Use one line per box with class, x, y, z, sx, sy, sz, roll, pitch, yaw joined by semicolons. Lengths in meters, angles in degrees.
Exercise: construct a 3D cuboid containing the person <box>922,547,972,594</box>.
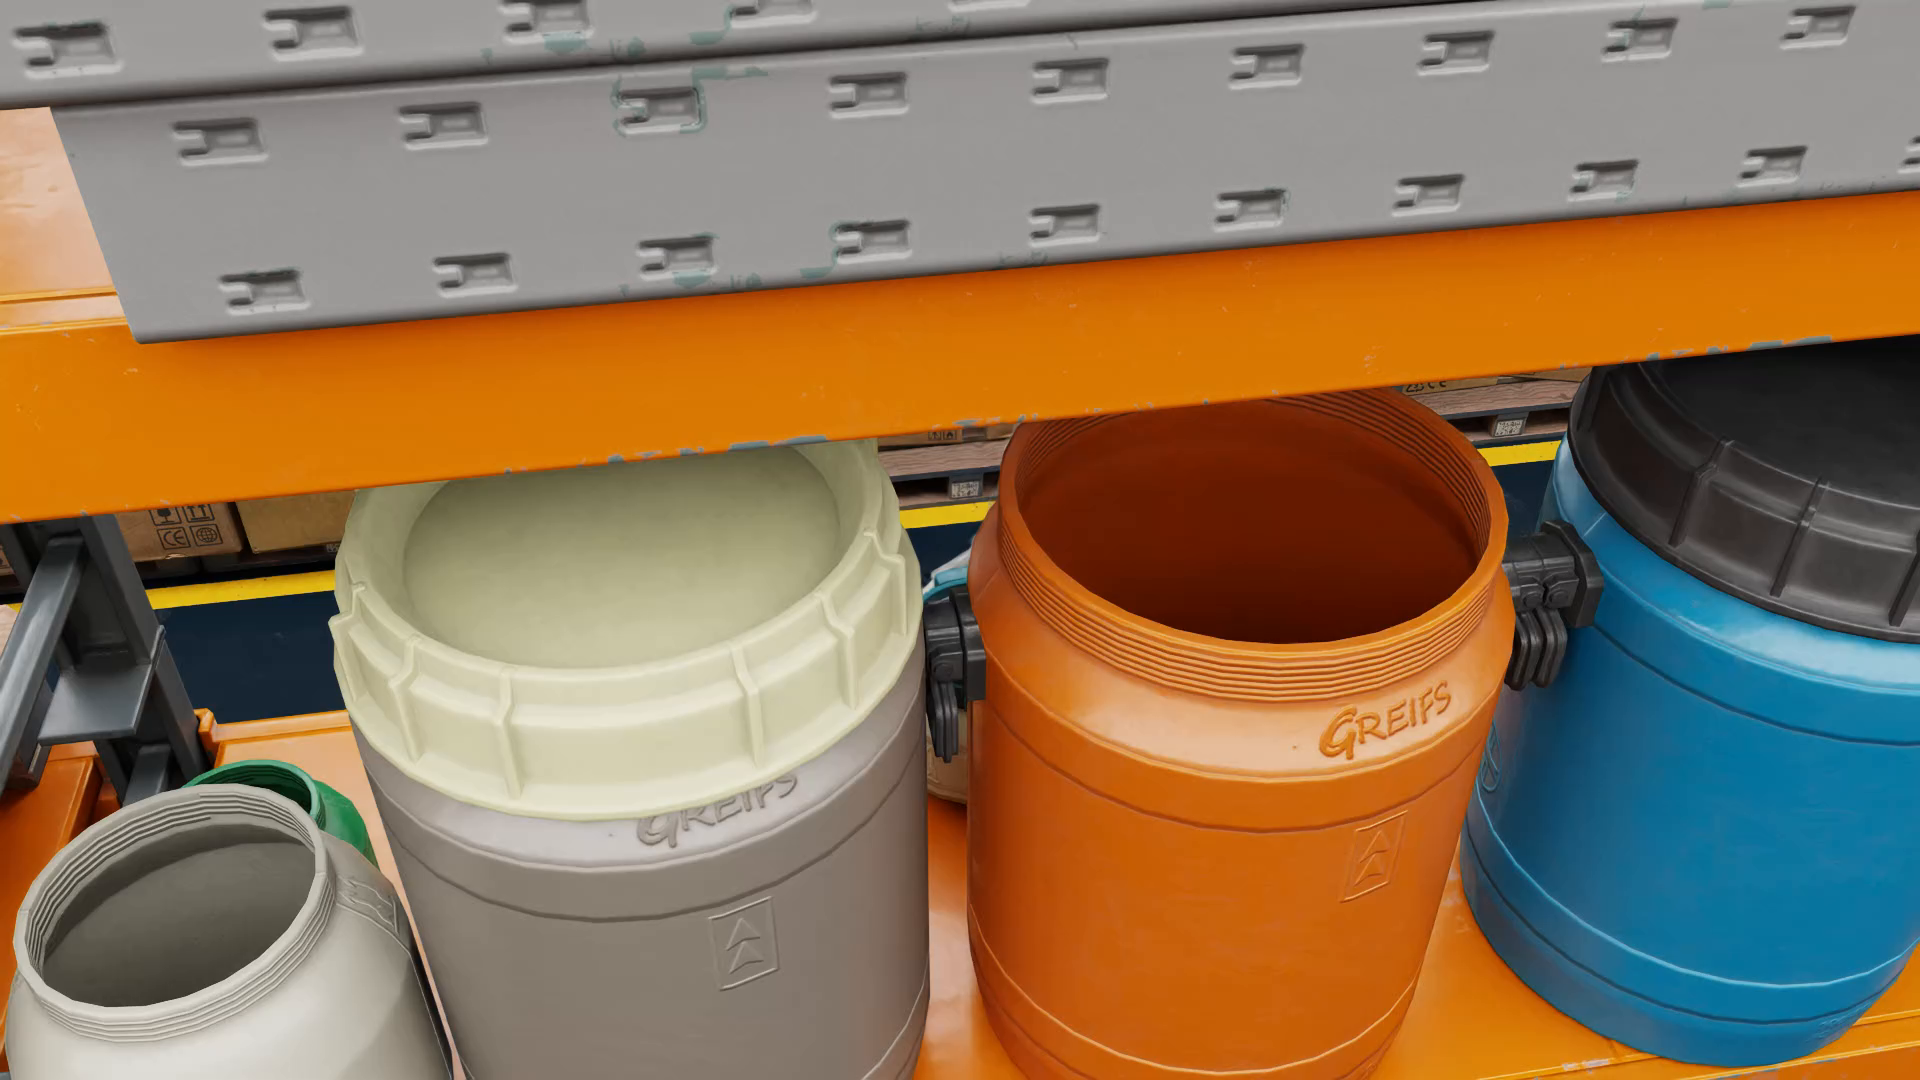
person;0.332;-0.283;6.512;0.978;1.628;0.455;-3;39;-4
